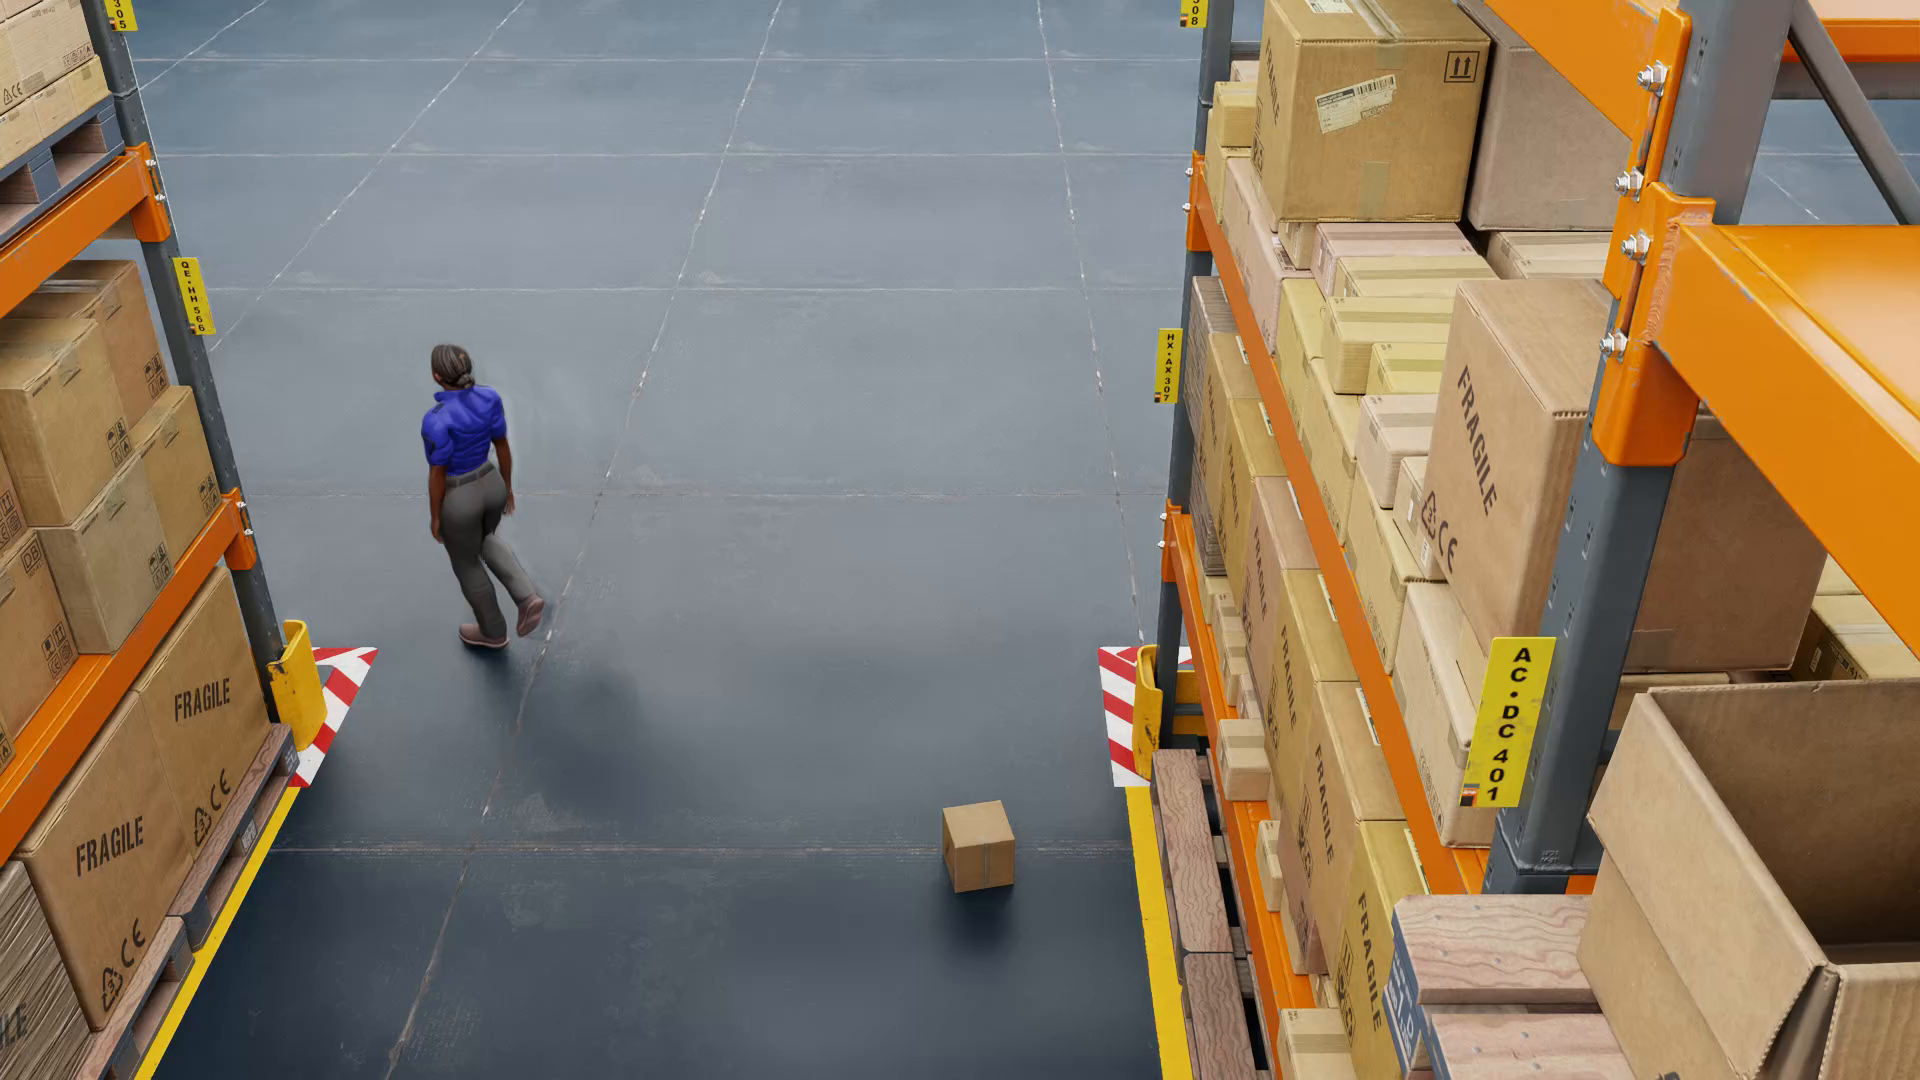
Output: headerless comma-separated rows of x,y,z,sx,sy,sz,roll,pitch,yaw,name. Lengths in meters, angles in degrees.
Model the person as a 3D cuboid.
-2.314,-0.193,7.909,0.475,1.644,0.453,18,36,26,person
